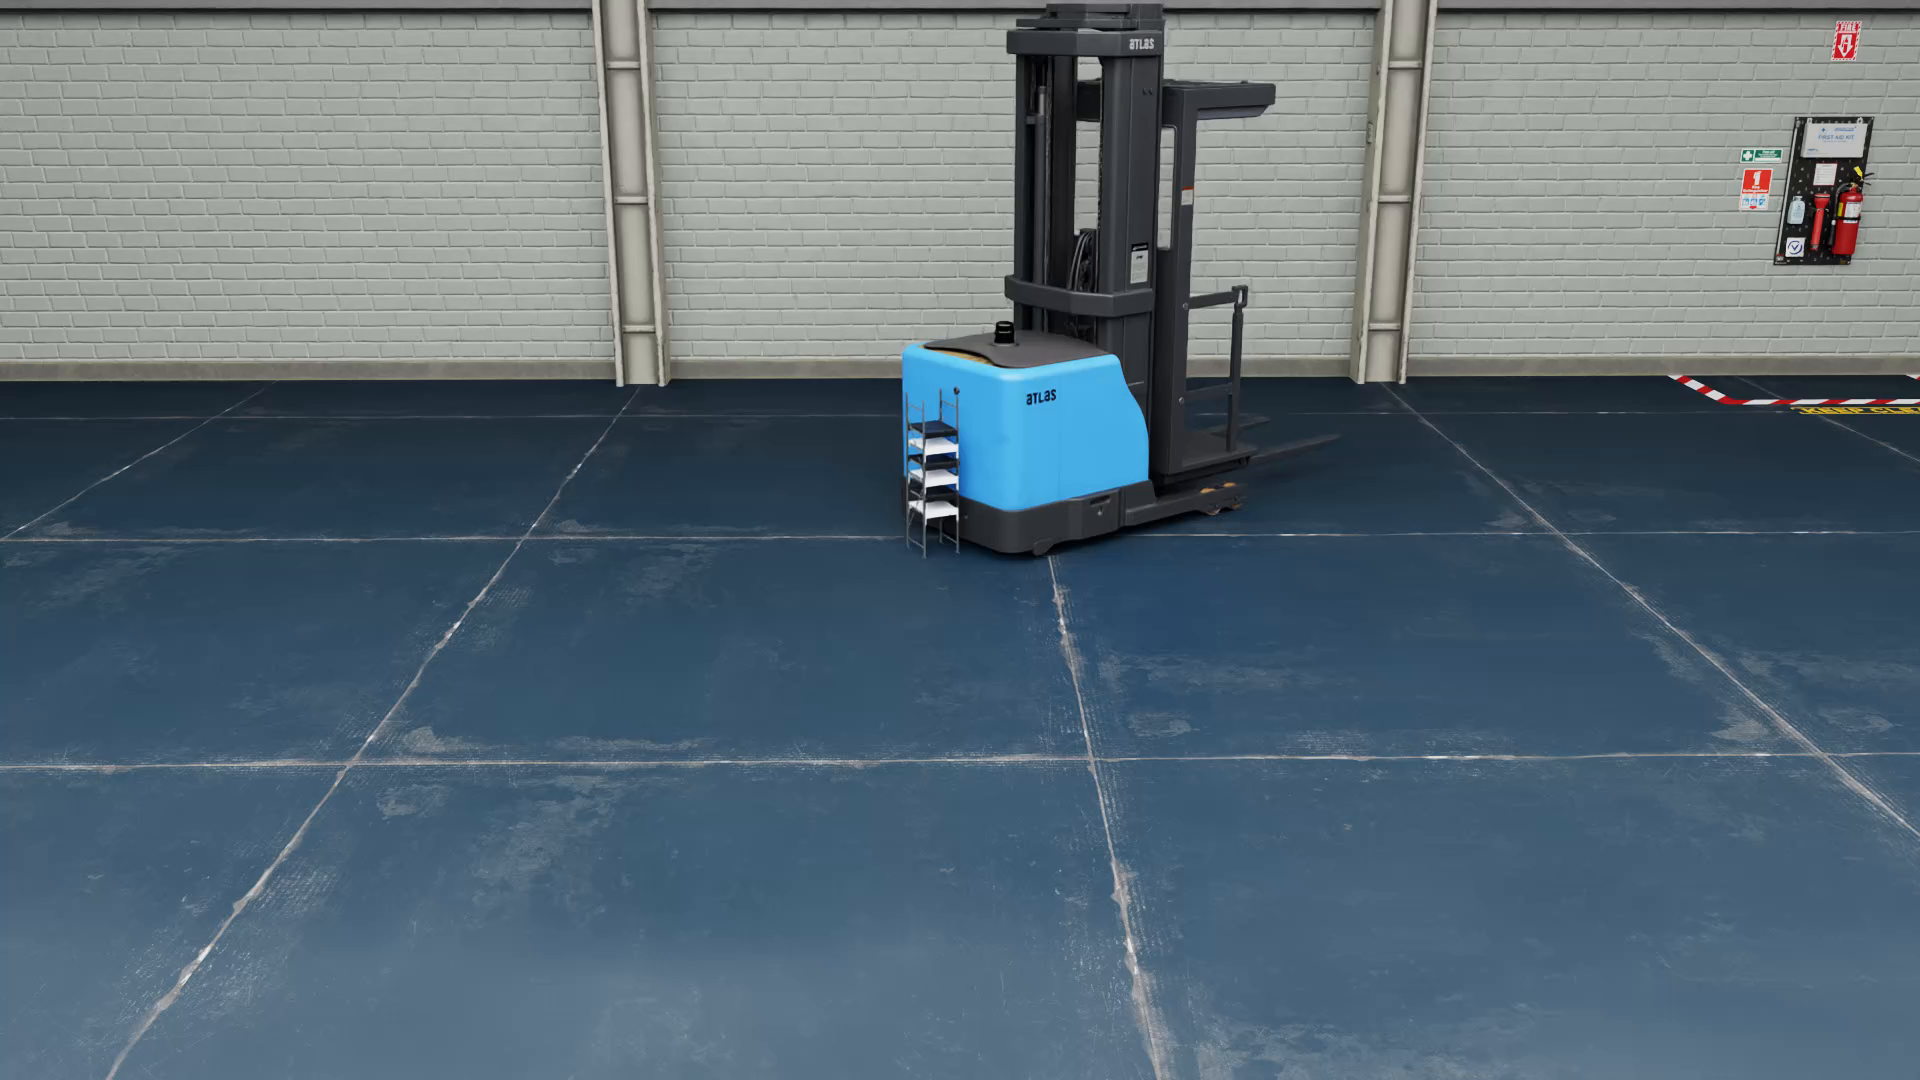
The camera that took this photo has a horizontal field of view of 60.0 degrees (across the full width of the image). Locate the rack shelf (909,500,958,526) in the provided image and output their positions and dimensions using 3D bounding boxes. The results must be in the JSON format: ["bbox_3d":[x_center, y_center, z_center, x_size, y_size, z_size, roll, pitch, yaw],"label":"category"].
[{"bbox_3d":[-0.154,-0.163,9.282,0.200,0.077,0.258,-8,20,-25],"label":"rack shelf"}]

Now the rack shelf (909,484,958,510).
[{"bbox_3d":[-0.154,-0.249,9.254,0.200,0.077,0.258,-8,20,-25],"label":"rack shelf"}]

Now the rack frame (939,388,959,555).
[{"bbox_3d":[-0.062,-0.380,9.259,0.006,0.900,0.240,-8,20,-25],"label":"rack frame"}]

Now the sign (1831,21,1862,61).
[{"bbox_3d":[6.941,-3.908,13.023,0.199,0.298,0.001,0,18,-1],"label":"sign"}]

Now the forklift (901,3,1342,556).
[{"bbox_3d":[1.122,-1.654,9.906,3.031,2.935,1.130,-14,22,-36],"label":"forklift"}]

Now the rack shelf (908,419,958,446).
[{"bbox_3d":[-0.154,-0.592,9.144,0.200,0.077,0.258,-8,20,-25],"label":"rack shelf"}]

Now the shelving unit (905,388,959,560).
[{"bbox_3d":[-0.154,-0.366,9.217,0.210,0.900,0.258,-8,20,-25],"label":"shelving unit"}]

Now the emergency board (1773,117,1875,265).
[{"bbox_3d":[6.950,-2.773,13.282,0.643,1.169,0.194,0,18,-1],"label":"emergency board"}]

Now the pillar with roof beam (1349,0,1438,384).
[{"bbox_3d":[3.490,-4.286,8.178,0.400,9.000,9.100,0,18,-1],"label":"pillar with roof beam"}]

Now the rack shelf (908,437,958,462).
[{"bbox_3d":[-0.154,-0.506,9.172,0.200,0.077,0.258,-8,20,-25],"label":"rack shelf"}]

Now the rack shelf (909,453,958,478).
[{"bbox_3d":[-0.154,-0.420,9.199,0.200,0.077,0.258,-8,20,-25],"label":"rack shelf"}]

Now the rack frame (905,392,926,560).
[{"bbox_3d":[-0.245,-0.353,9.174,0.006,0.900,0.240,-8,20,-25],"label":"rack frame"}]

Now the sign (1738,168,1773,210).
[{"bbox_3d":[6.396,-2.819,13.367,0.234,0.329,0.001,0,18,-1],"label":"sign"}]

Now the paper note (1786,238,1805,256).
[{"bbox_3d":[6.772,-2.374,13.480,0.142,0.148,0.016,0,18,-1],"label":"paper note"}]

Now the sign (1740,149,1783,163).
[{"bbox_3d":[6.400,-3.069,13.277,0.331,0.109,0.001,0,18,-1],"label":"sign"}]

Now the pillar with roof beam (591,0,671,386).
[{"bbox_3d":[-2.509,-4.258,8.088,0.400,9.000,9.100,0,18,-1],"label":"pillar with roof beam"}]

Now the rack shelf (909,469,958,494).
[{"bbox_3d":[-0.154,-0.335,9.227,0.200,0.077,0.258,-8,20,-25],"label":"rack shelf"}]
